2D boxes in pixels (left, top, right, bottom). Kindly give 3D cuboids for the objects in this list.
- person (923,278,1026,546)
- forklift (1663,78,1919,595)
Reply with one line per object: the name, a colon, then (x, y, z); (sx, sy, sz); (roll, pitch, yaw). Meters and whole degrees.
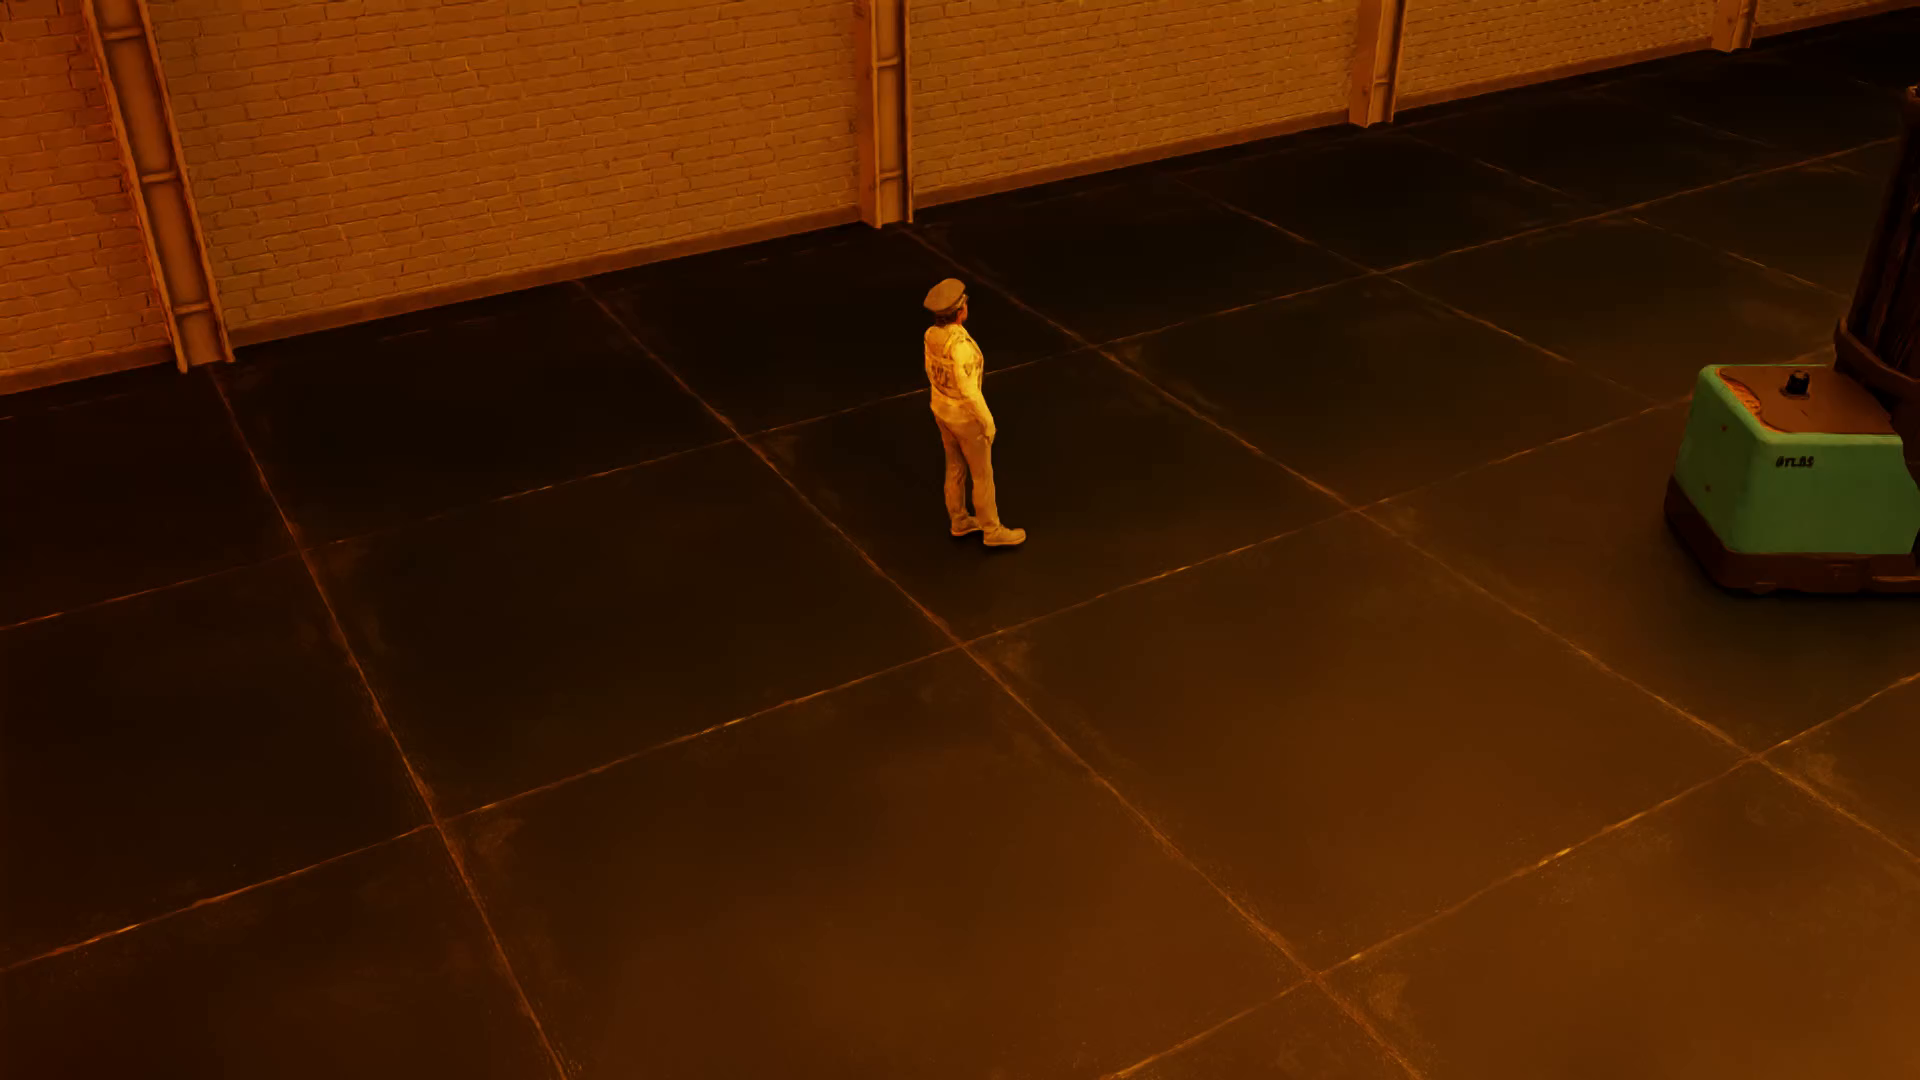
person: (0.061, -0.782, 10.065); (0.534, 1.695, 0.586); (-17, 35, -26)
forklift: (6.035, -1.171, 9.602); (3.031, 2.935, 1.130); (0, 31, 0)
